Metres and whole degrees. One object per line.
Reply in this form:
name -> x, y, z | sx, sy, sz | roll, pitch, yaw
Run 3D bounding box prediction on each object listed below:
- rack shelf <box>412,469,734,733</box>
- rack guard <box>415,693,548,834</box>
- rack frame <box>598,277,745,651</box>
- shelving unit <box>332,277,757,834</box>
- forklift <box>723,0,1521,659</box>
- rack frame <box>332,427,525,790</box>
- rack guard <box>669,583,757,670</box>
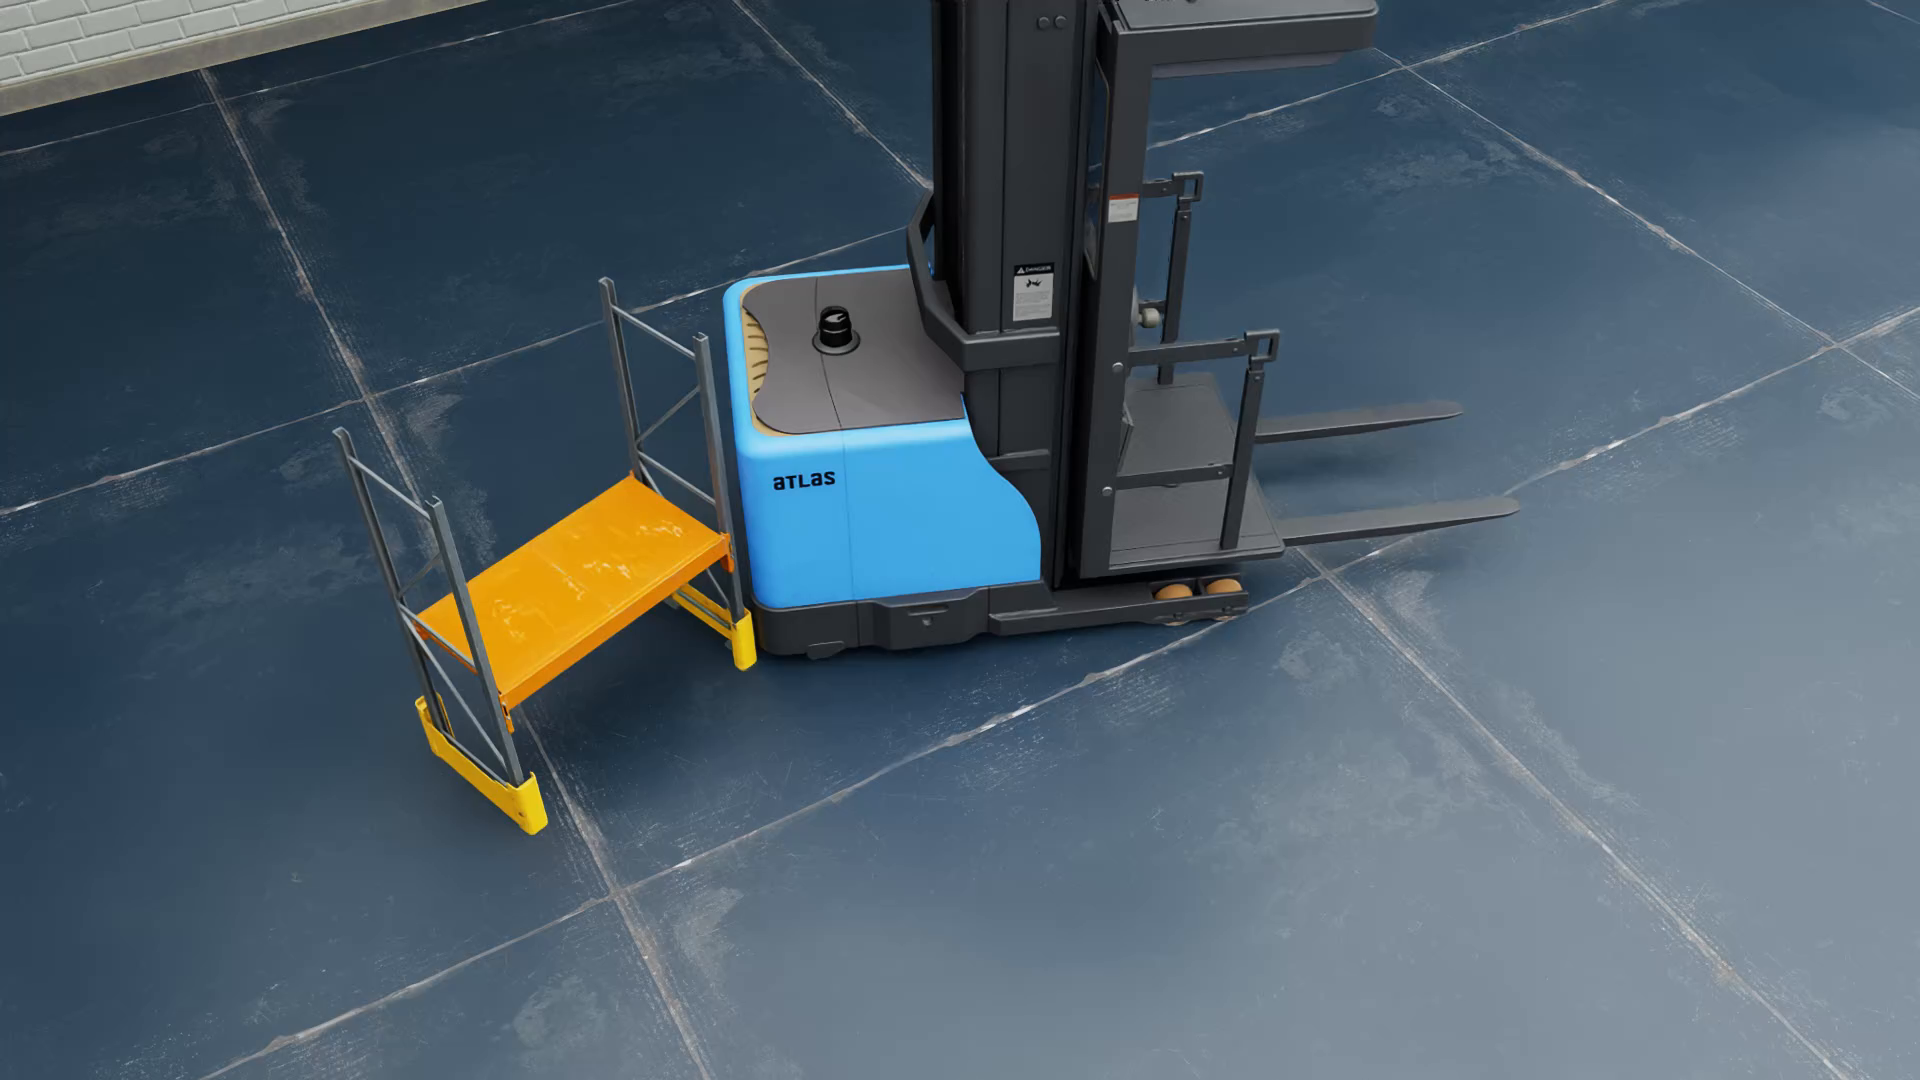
rack shelf -> -1.329, 0.186, 5.740 | 0.538, 0.185, 1.000 | 31, 52, 28
rack guard -> -1.663, 0.771, 5.776 | 0.587, 0.250, 0.087 | 31, 52, 28
rack frame -> -0.994, -0.210, 5.889 | 0.500, 1.500, 0.032 | 31, 52, 28
shelving unit -> -1.335, 0.061, 5.610 | 0.587, 1.500, 1.083 | 31, 52, 28
forklift -> 0.665, -1.081, 5.759 | 3.031, 2.935, 1.130 | -6, 44, -6
rack frame -> -1.663, 0.323, 5.340 | 0.500, 1.500, 0.032 | 31, 52, 28
rack guard -> -1.007, 0.249, 6.314 | 0.587, 0.250, 0.087 | 31, 52, 28
